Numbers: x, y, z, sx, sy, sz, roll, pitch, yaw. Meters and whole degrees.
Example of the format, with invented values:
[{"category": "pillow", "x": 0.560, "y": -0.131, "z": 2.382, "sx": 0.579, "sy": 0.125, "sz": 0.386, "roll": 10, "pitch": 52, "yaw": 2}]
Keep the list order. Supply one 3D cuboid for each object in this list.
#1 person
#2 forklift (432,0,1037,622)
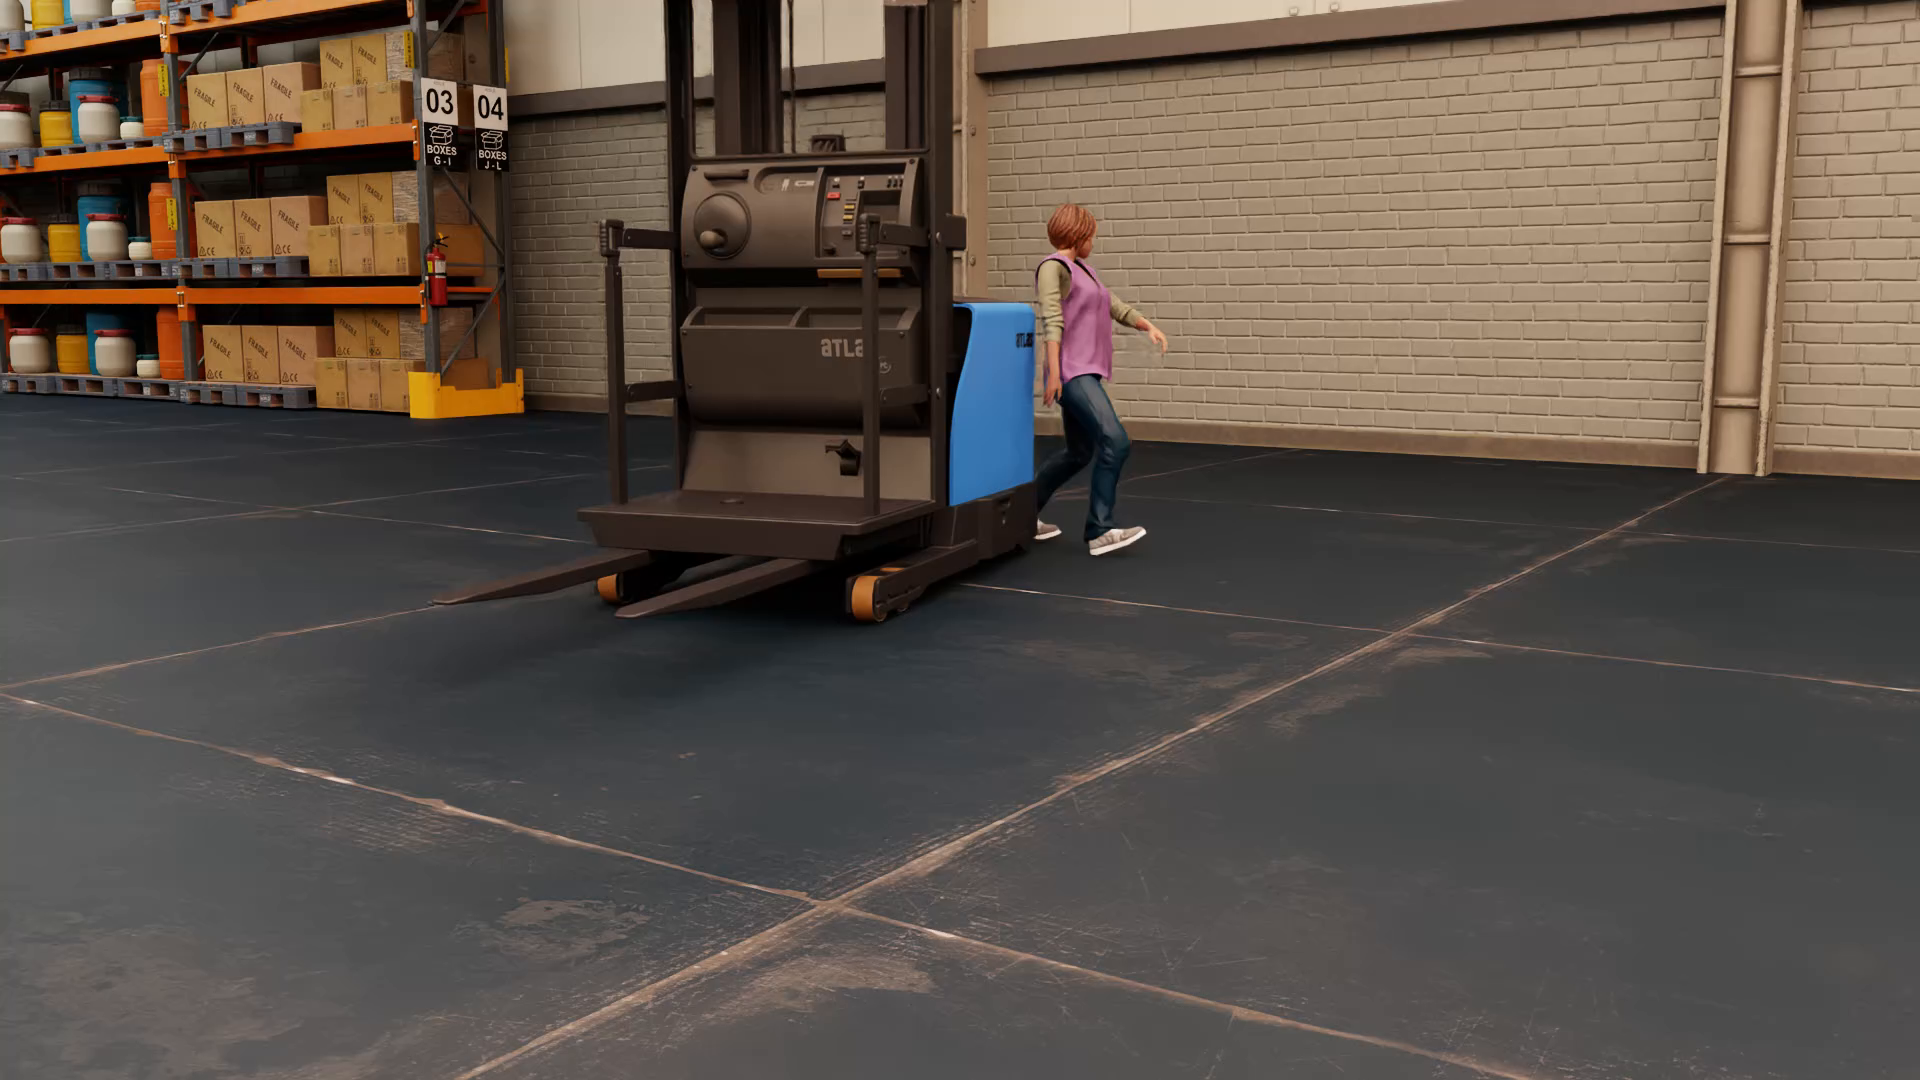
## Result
[{"category": "person", "x": 0.505, "y": -0.690, "z": 7.165, "sx": 0.787, "sy": 1.495, "sz": 0.593, "roll": 2, "pitch": 8, "yaw": 16}, {"category": "forklift", "x": -0.665, "y": -1.236, "z": 5.883, "sx": 1.130, "sy": 2.935, "sz": 3.031, "roll": 3, "pitch": 9, "yaw": 21}]
